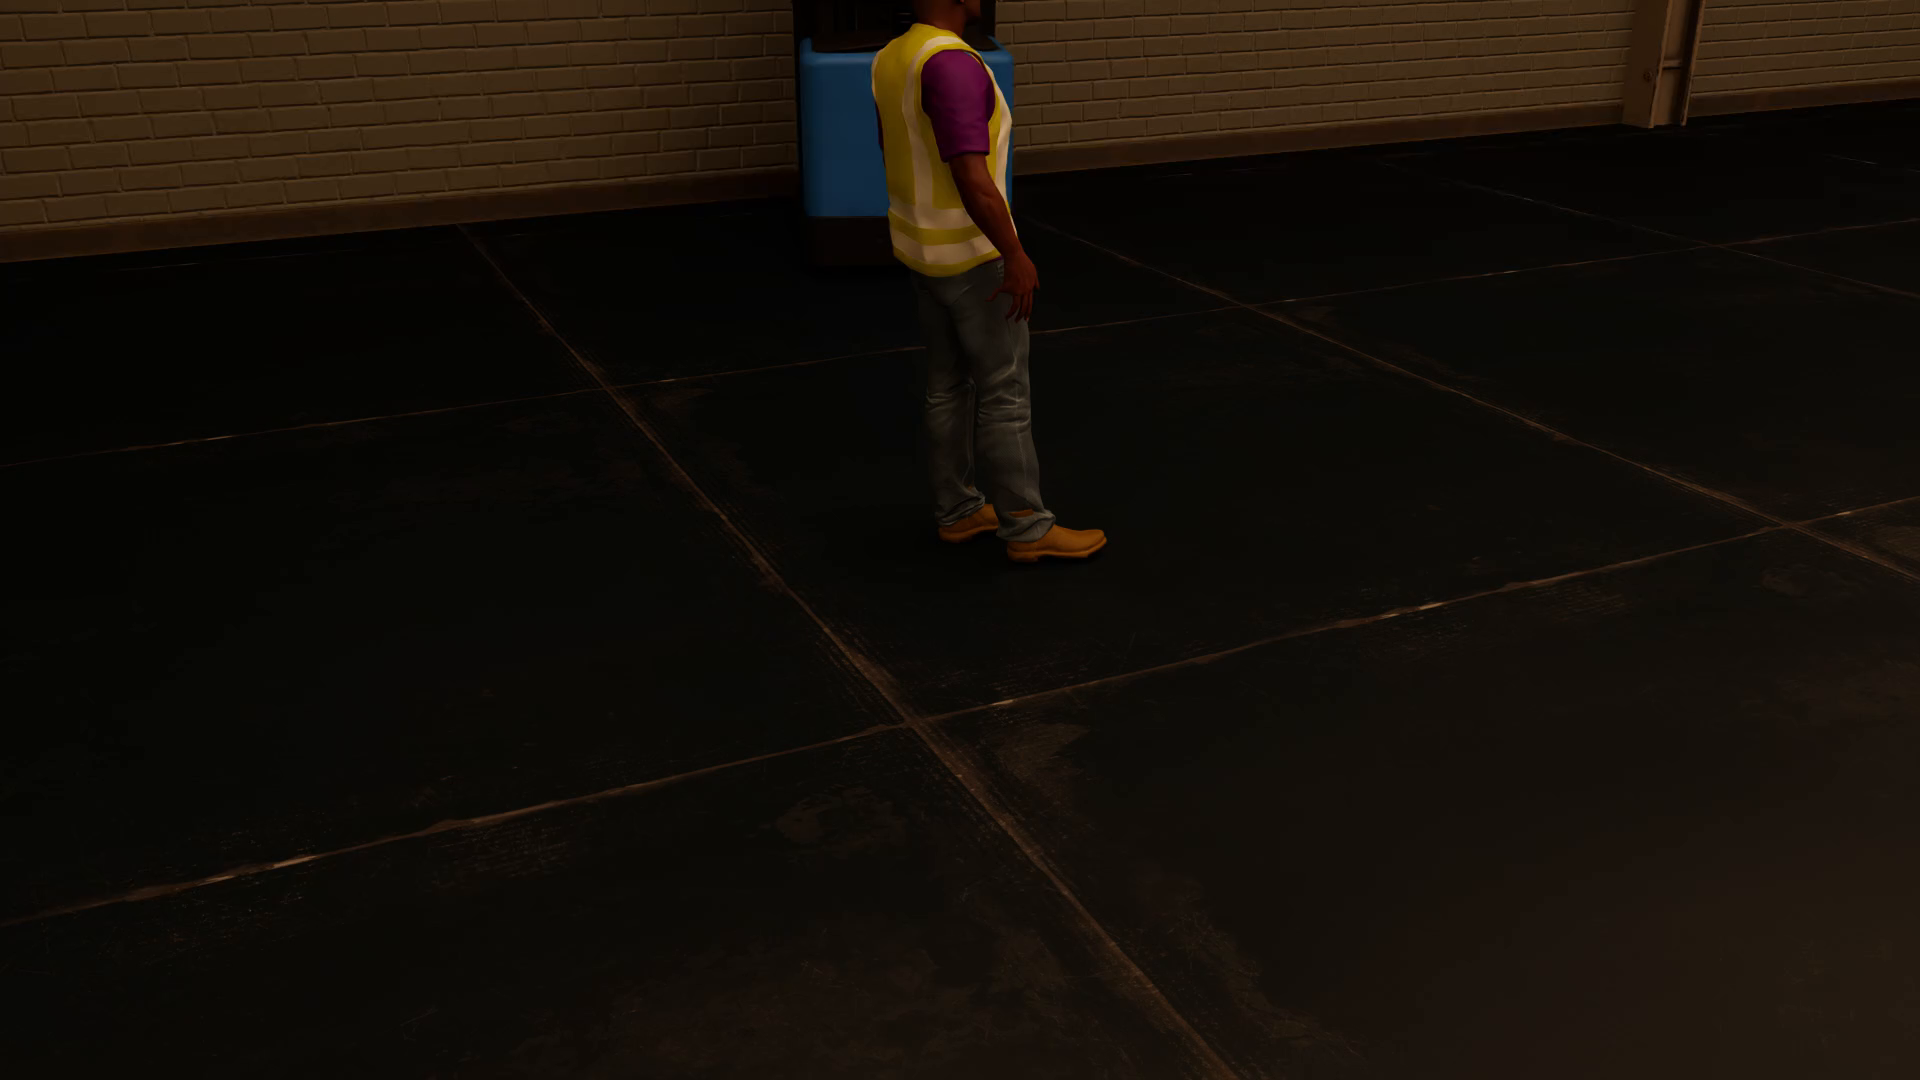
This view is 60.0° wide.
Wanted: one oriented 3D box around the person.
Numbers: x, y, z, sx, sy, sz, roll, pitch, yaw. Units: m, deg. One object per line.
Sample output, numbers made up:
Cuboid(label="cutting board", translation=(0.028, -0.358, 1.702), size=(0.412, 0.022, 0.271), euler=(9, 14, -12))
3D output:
Cuboid(label="person", translation=(0.066, -0.832, 4.788), size=(0.575, 1.768, 0.665), euler=(-10, 25, -23))

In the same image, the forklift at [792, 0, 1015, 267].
Cuboid(label="forklift", translation=(-0.376, -3.218, 9.033), size=(1.130, 2.935, 3.031), euler=(-2, 23, -5))
